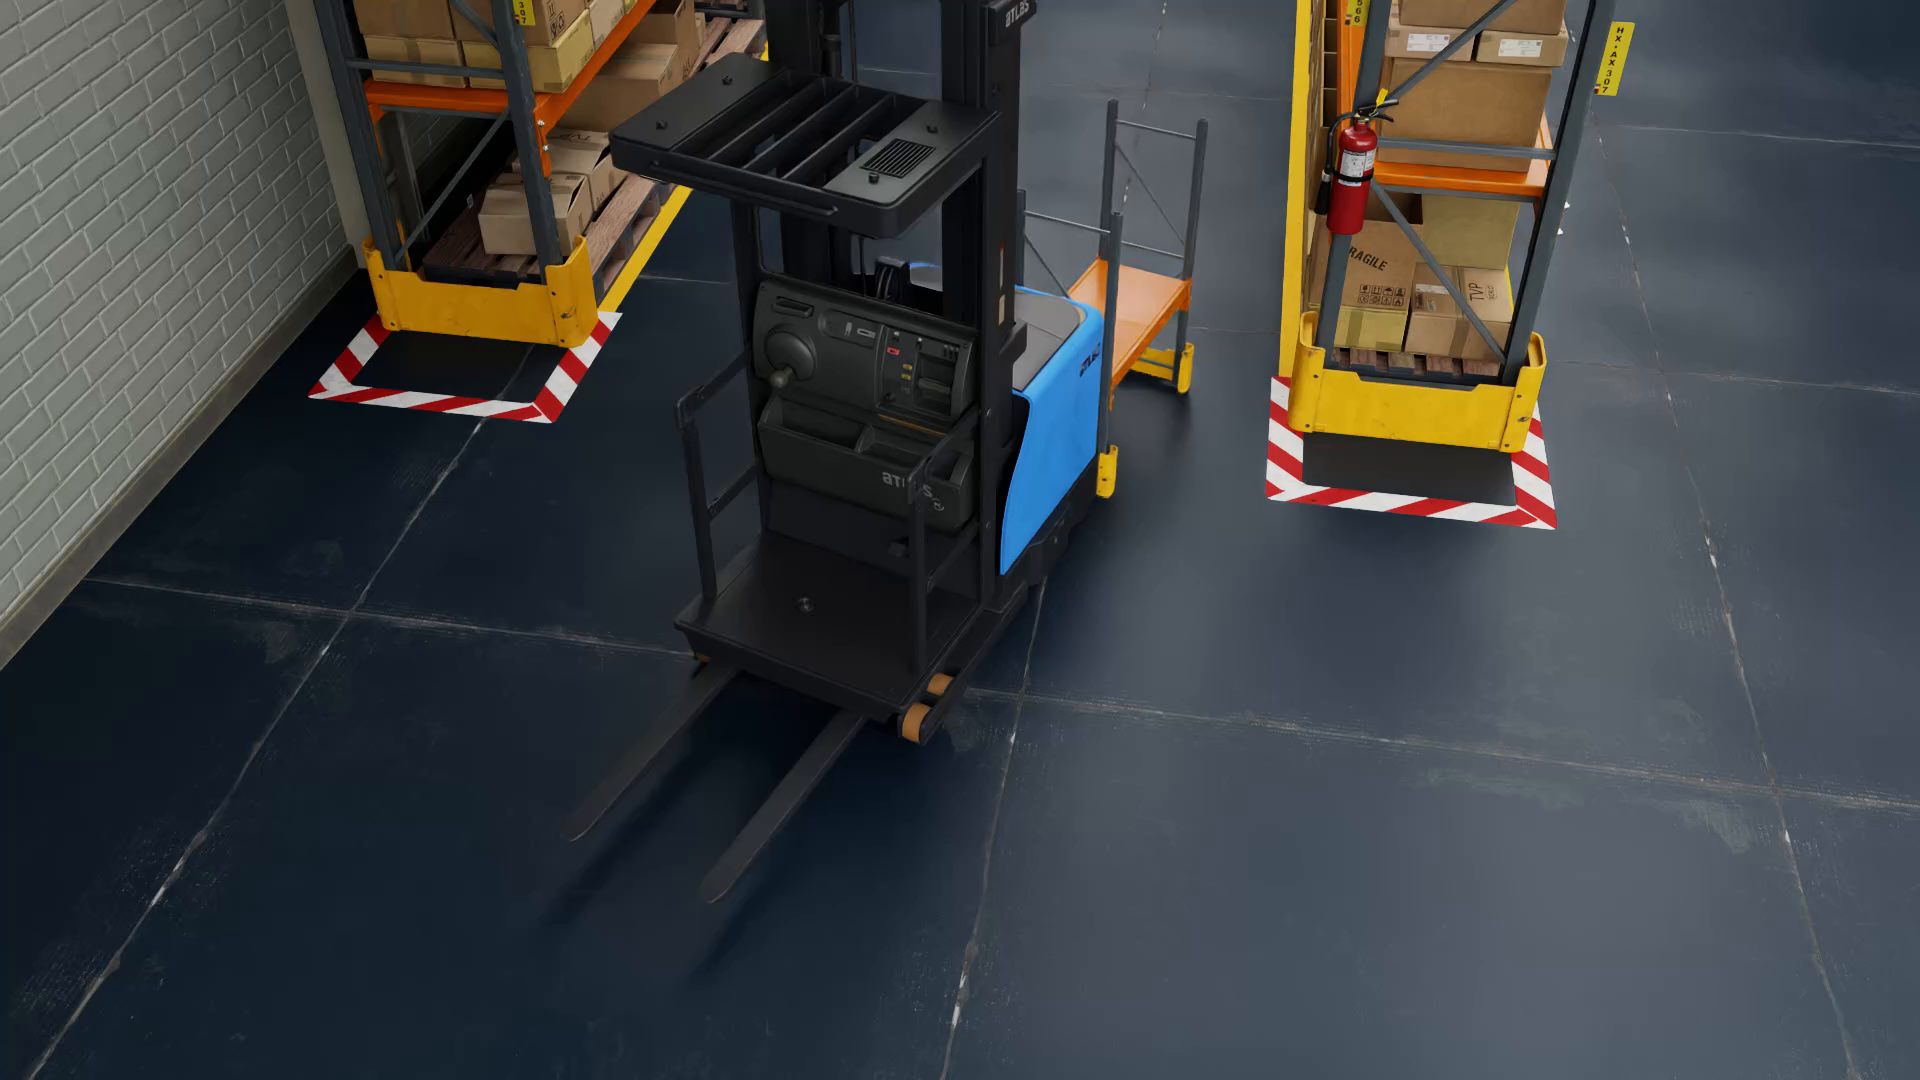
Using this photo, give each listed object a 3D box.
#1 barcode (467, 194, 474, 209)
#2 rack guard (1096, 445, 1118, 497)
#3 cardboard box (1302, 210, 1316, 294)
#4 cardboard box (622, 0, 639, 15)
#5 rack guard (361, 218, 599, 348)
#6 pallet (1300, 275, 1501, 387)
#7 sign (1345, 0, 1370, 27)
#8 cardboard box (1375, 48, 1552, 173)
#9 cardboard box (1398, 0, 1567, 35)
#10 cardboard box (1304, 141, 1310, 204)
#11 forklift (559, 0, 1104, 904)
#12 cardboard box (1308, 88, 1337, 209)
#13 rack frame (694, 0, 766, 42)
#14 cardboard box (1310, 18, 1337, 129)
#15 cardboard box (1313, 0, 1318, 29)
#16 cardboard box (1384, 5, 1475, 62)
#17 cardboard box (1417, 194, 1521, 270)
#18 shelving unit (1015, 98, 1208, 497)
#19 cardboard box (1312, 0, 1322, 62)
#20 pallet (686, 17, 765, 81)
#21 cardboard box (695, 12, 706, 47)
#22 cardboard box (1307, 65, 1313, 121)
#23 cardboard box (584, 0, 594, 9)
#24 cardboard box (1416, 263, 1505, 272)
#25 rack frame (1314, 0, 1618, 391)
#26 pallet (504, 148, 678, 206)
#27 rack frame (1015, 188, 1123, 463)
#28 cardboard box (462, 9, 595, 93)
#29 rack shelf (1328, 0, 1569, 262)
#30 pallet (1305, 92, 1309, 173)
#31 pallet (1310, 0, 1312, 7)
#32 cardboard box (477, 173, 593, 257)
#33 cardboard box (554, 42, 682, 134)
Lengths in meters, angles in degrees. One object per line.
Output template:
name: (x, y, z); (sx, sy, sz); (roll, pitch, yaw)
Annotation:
barcode: (-2.795, -1.932, 9.490); (0.001, 0.075, 0.075); (6, 40, 8)
rack guard: (0.475, -0.407, 8.046); (0.587, 0.250, 0.087); (18, 43, 21)
cardboard box: (2.143, -1.558, 9.108); (0.500, 0.250, 0.500); (6, 40, 8)
cardboard box: (-2.046, -3.183, 9.348); (0.500, 0.250, 0.500); (6, 40, 7)
rack guard: (-2.600, -1.400, 9.050); (1.175, 0.500, 0.348); (6, 40, 8)
pallet: (2.358, -1.181, 9.013); (1.003, 0.211, 1.213); (6, 40, 8)
sign: (1.735, -2.377, 7.177); (0.100, 0.325, 0.005); (6, 40, 8)
cardboard box: (2.360, -2.102, 7.859); (0.700, 0.500, 0.500); (6, 40, 8)
cardboard box: (2.369, -2.635, 7.486); (0.700, 0.500, 0.500); (7, 40, 8)
cardboard box: (2.316, -2.185, 9.868); (0.500, 0.250, 0.500); (6, 40, 8)
forklift: (-0.478, -0.632, 6.214); (1.130, 2.935, 3.031); (18, 43, 21)
cardboard box: (2.225, -2.161, 9.250); (0.500, 0.500, 0.500); (6, 40, 8)
rack frame: (-1.920, -4.826, 11.233); (1.000, 3.000, 0.127); (6, 40, 8)
cardboard box: (2.398, -2.789, 10.009); (0.500, 0.500, 0.500); (6, 40, 8)
cardboard box: (2.745, -3.676, 11.671); (0.500, 0.250, 0.500); (6, 40, 7)
cardboard box: (2.145, -2.321, 7.615); (0.380, 0.149, 0.250); (6, 40, 7)
cardboard box: (2.663, -1.789, 8.799); (0.500, 0.500, 0.500); (6, 40, 8)
shelving unit: (0.704, -1.171, 7.989); (0.587, 1.500, 1.083); (18, 43, 21)
cardboard box: (2.571, -3.416, 10.768); (0.500, 0.500, 0.500); (6, 40, 8)
pallet: (-2.002, -3.326, 11.607); (1.003, 0.211, 1.213); (6, 40, 8)
cardboard box: (-1.983, -3.564, 11.585); (0.380, 0.166, 0.250); (2, 40, 2)
cardboard box: (2.489, -2.813, 10.627); (0.500, 0.250, 0.500); (6, 40, 8)
cardboard box: (-2.139, -3.130, 8.695); (0.500, 0.500, 0.500); (7, 40, 8)
cardboard box: (2.662, -1.500, 9.038); (0.500, 0.250, 0.500); (6, 40, 8)
rack frame: (2.267, -1.771, 7.538); (1.000, 3.000, 0.127); (6, 40, 8)
pallet: (-2.211, -2.558, 10.678); (1.003, 0.211, 1.213); (6, 40, 8)
rack frame: (0.466, -0.878, 7.635); (0.500, 1.500, 0.032); (18, 43, 21)
cardboard box: (-2.215, -2.536, 8.566); (0.500, 0.250, 0.500); (5, 40, 6)
rack shelf: (2.613, -2.749, 9.286); (1.077, 0.370, 4.000); (6, 40, 8)
pallet: (2.780, -2.713, 10.865); (1.003, 0.211, 1.213); (6, 40, 8)
pallet: (3.257, -4.442, 12.957); (1.003, 0.211, 1.213); (6, 40, 8)
cardboard box: (-2.404, -1.873, 9.426); (0.500, 0.311, 0.500); (2, 40, 3)
cardboard box: (-2.129, -2.758, 10.349); (0.700, 0.500, 0.500); (4, 40, 5)
